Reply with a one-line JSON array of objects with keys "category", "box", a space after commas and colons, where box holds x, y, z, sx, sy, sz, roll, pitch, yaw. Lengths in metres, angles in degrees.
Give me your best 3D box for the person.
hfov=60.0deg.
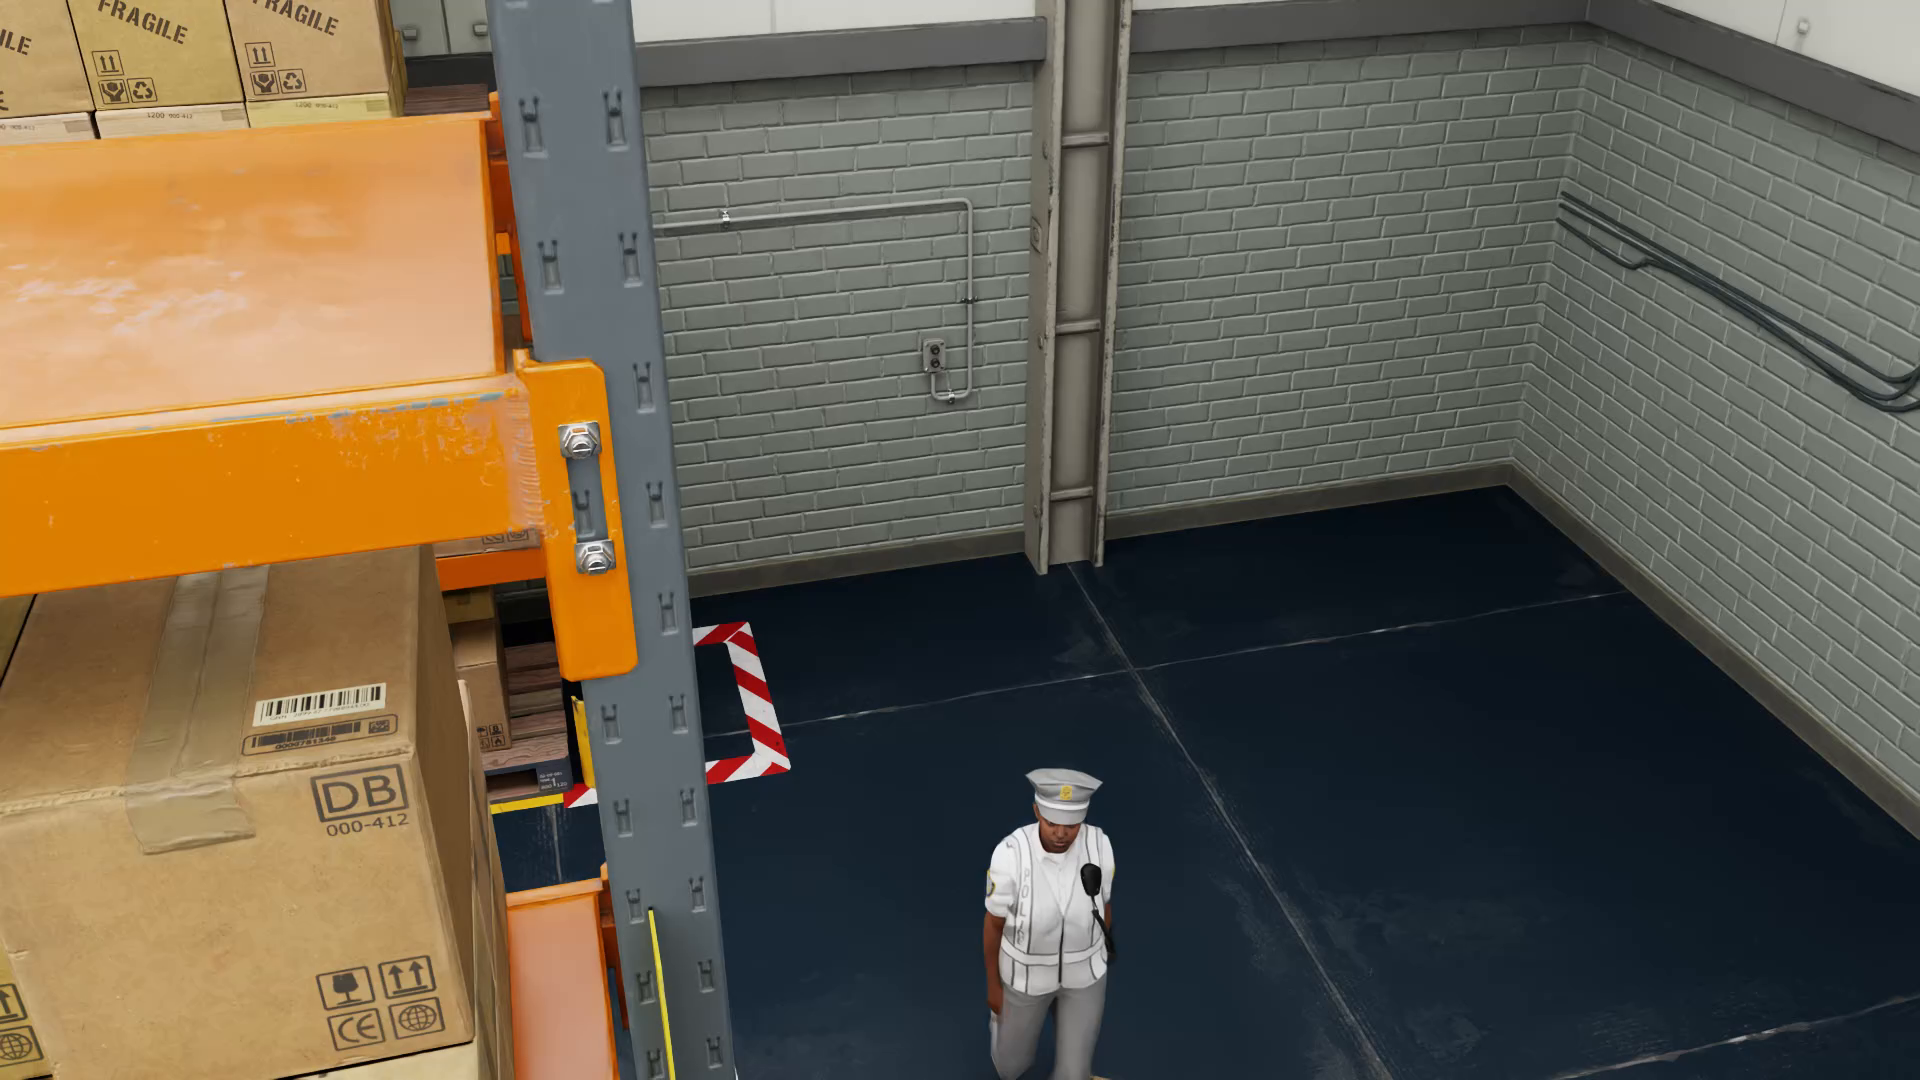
[{"category": "person", "box": [-3.575, 3.783, 1.589, 9.438, 1.806, 9.065, -4, 31, -7]}]
